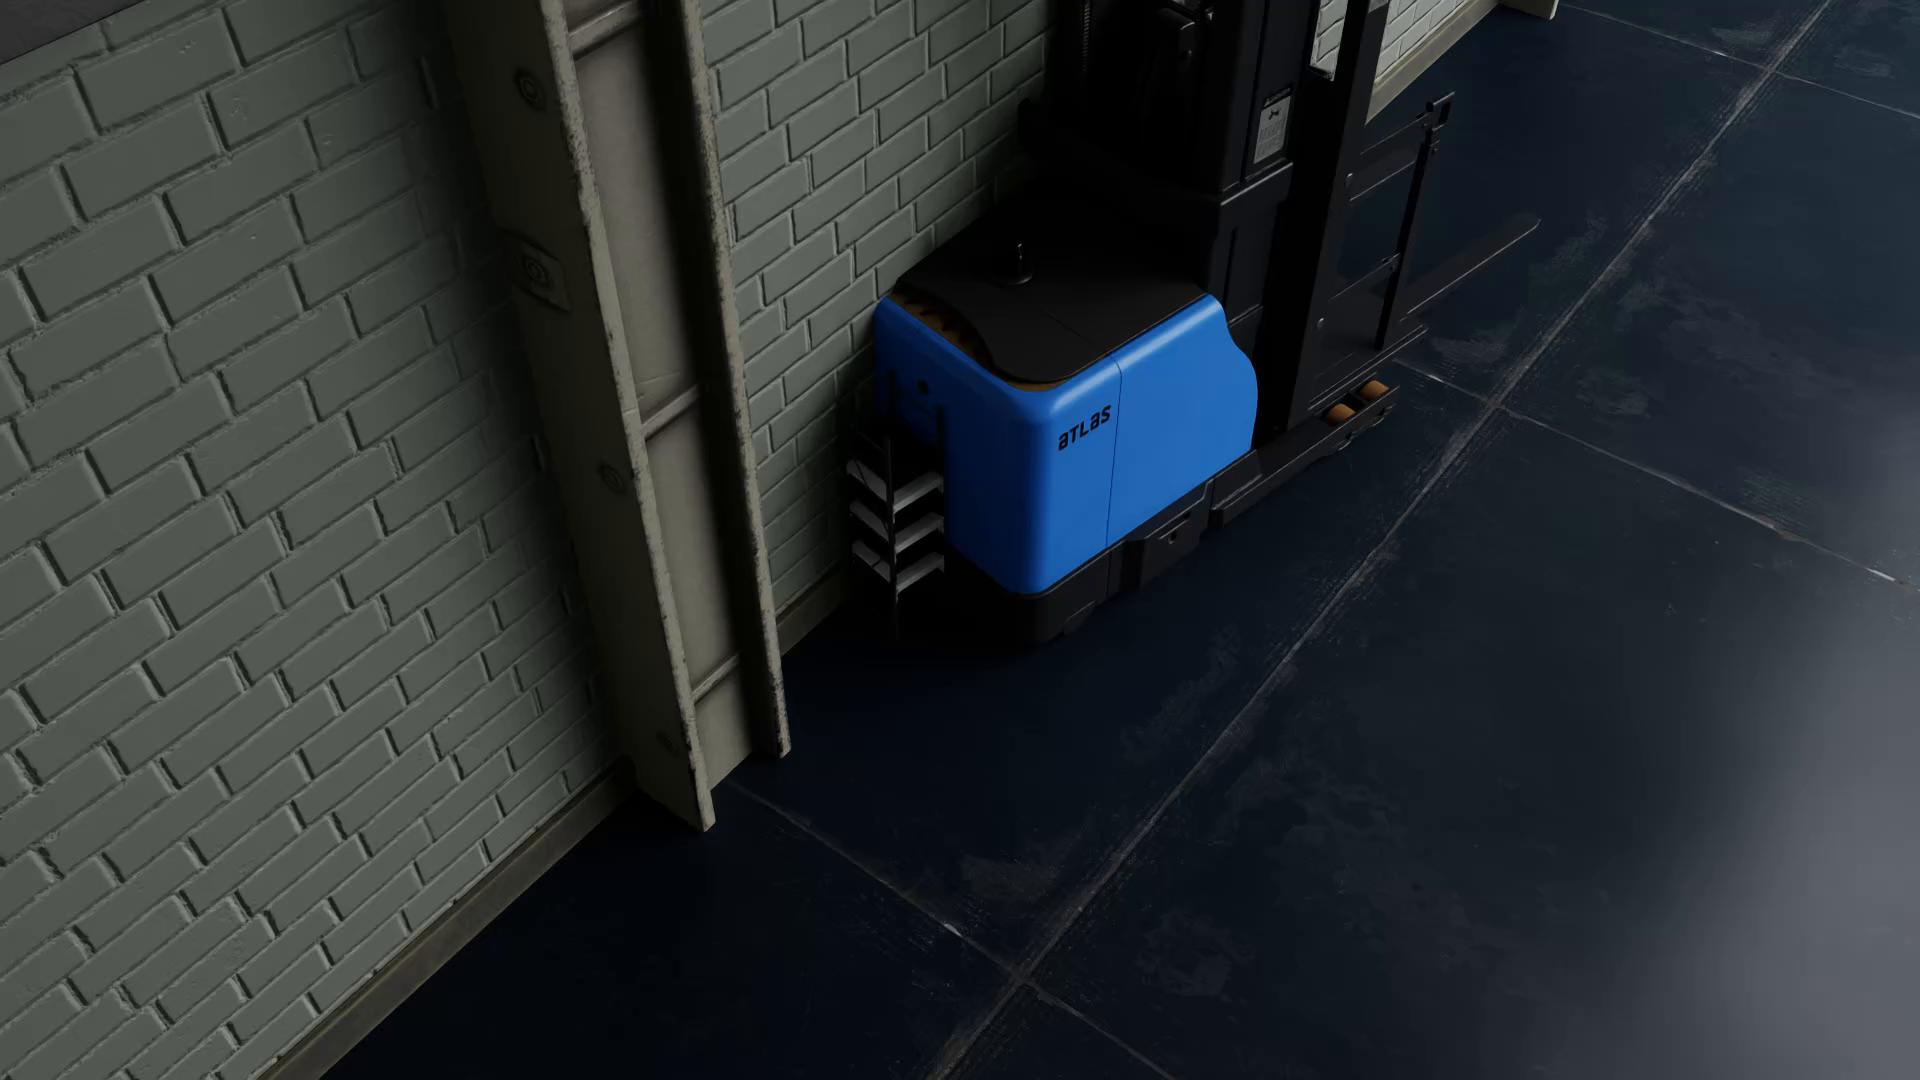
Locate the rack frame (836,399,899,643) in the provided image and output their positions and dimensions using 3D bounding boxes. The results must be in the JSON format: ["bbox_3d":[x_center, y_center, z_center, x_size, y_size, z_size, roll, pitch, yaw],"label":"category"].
[{"bbox_3d":[-0.283,-0.039,5.165,0.006,0.900,0.240,-33,55,-27],"label":"rack frame"}]

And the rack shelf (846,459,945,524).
[{"bbox_3d":[-0.207,-0.190,5.106,0.200,0.077,0.258,-33,55,-27],"label":"rack shelf"}]

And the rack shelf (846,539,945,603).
[{"bbox_3d":[-0.207,0.059,5.366,0.200,0.077,0.258,-33,55,-27],"label":"rack shelf"}]

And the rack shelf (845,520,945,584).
[{"bbox_3d":[-0.207,-0.003,5.301,0.200,0.077,0.258,-33,55,-27],"label":"rack shelf"}]

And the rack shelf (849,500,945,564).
[{"bbox_3d":[-0.207,-0.065,5.236,0.200,0.077,0.258,-33,55,-27],"label":"rack shelf"}]

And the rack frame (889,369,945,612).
[{"bbox_3d":[-0.131,-0.137,5.259,0.006,0.900,0.240,-33,55,-27],"label":"rack frame"}]

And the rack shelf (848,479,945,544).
[{"bbox_3d":[-0.207,-0.127,5.171,0.200,0.077,0.258,-33,55,-27],"label":"rack shelf"}]

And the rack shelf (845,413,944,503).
[{"bbox_3d":[-0.207,-0.252,5.041,0.200,0.077,0.258,-33,55,-27],"label":"rack shelf"}]

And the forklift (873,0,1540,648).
[{"bbox_3d":[0.978,-1.596,5.247,3.031,2.935,1.130,-33,55,-27],"label":"forklift"}]

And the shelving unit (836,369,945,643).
[{"bbox_3d":[-0.207,-0.088,5.212,0.210,0.900,0.258,-33,55,-27],"label":"shelving unit"}]
